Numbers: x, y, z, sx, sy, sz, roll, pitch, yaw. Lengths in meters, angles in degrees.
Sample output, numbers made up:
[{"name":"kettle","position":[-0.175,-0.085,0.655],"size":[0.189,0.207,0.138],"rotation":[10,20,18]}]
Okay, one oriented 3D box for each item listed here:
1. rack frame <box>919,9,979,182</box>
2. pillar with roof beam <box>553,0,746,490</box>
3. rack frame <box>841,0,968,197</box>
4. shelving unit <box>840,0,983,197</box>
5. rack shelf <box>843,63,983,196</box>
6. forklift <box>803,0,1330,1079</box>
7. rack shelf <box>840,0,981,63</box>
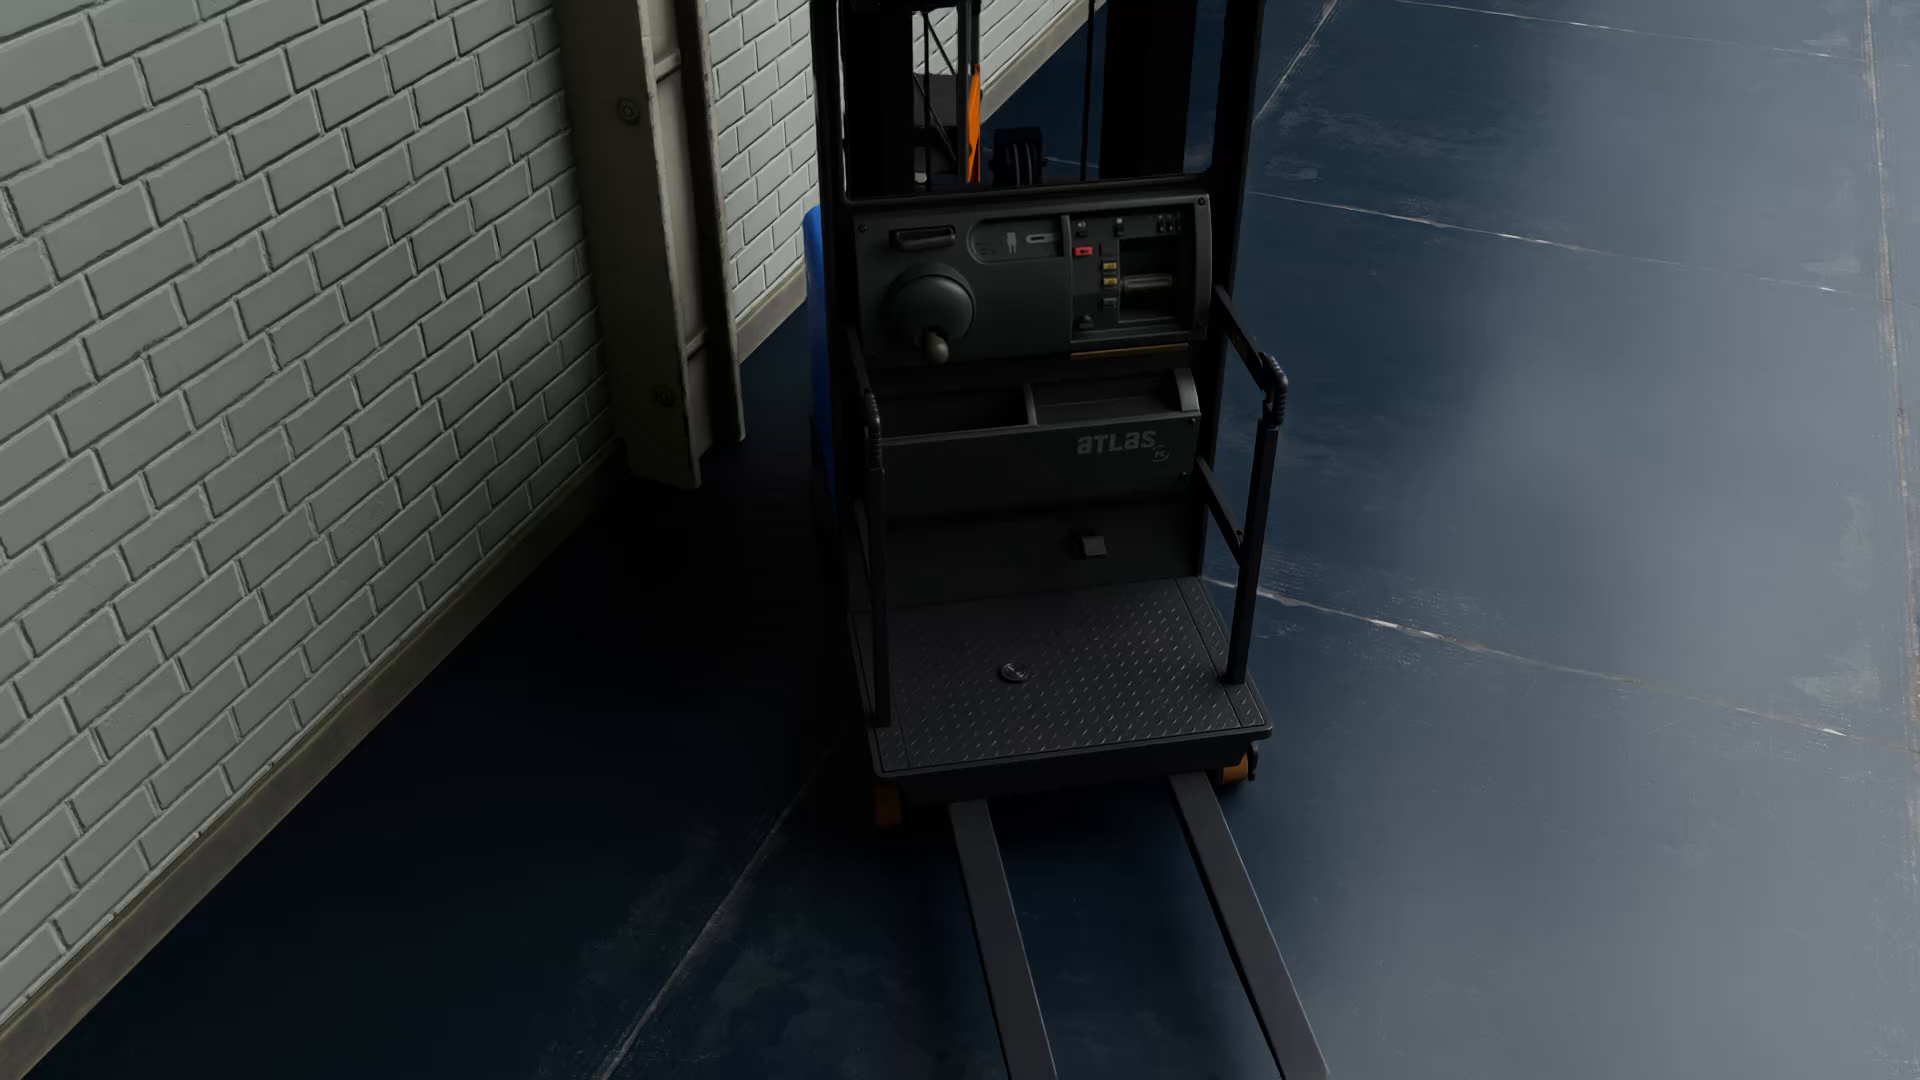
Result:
[{"name":"rack frame","position":[-0.133,-1.484,5.982],"size":[0.400,2.100,0.015],"rotation":[3,37,4]},{"name":"pillar with roof beam","position":[2.958,-2.946,2.175],"size":[9.100,9.000,0.400],"rotation":[14,39,18]},{"name":"rack frame","position":[-0.175,-1.193,5.592],"size":[0.400,2.100,0.015],"rotation":[3,37,4]},{"name":"shelving unit","position":[-0.154,-1.338,5.787],"size":[0.431,2.100,0.503],"rotation":[3,37,4]},{"name":"rack shelf","position":[-0.154,-1.328,5.795],"size":[0.431,0.518,0.480],"rotation":[3,37,4]},{"name":"forklift","position":[0.233,-0.605,4.111],"size":[1.130,2.935,3.031],"rotation":[-6,37,-8]},{"name":"rack shelf","position":[-0.154,-1.888,5.376],"size":[0.431,0.518,0.480],"rotation":[3,37,4]}]
